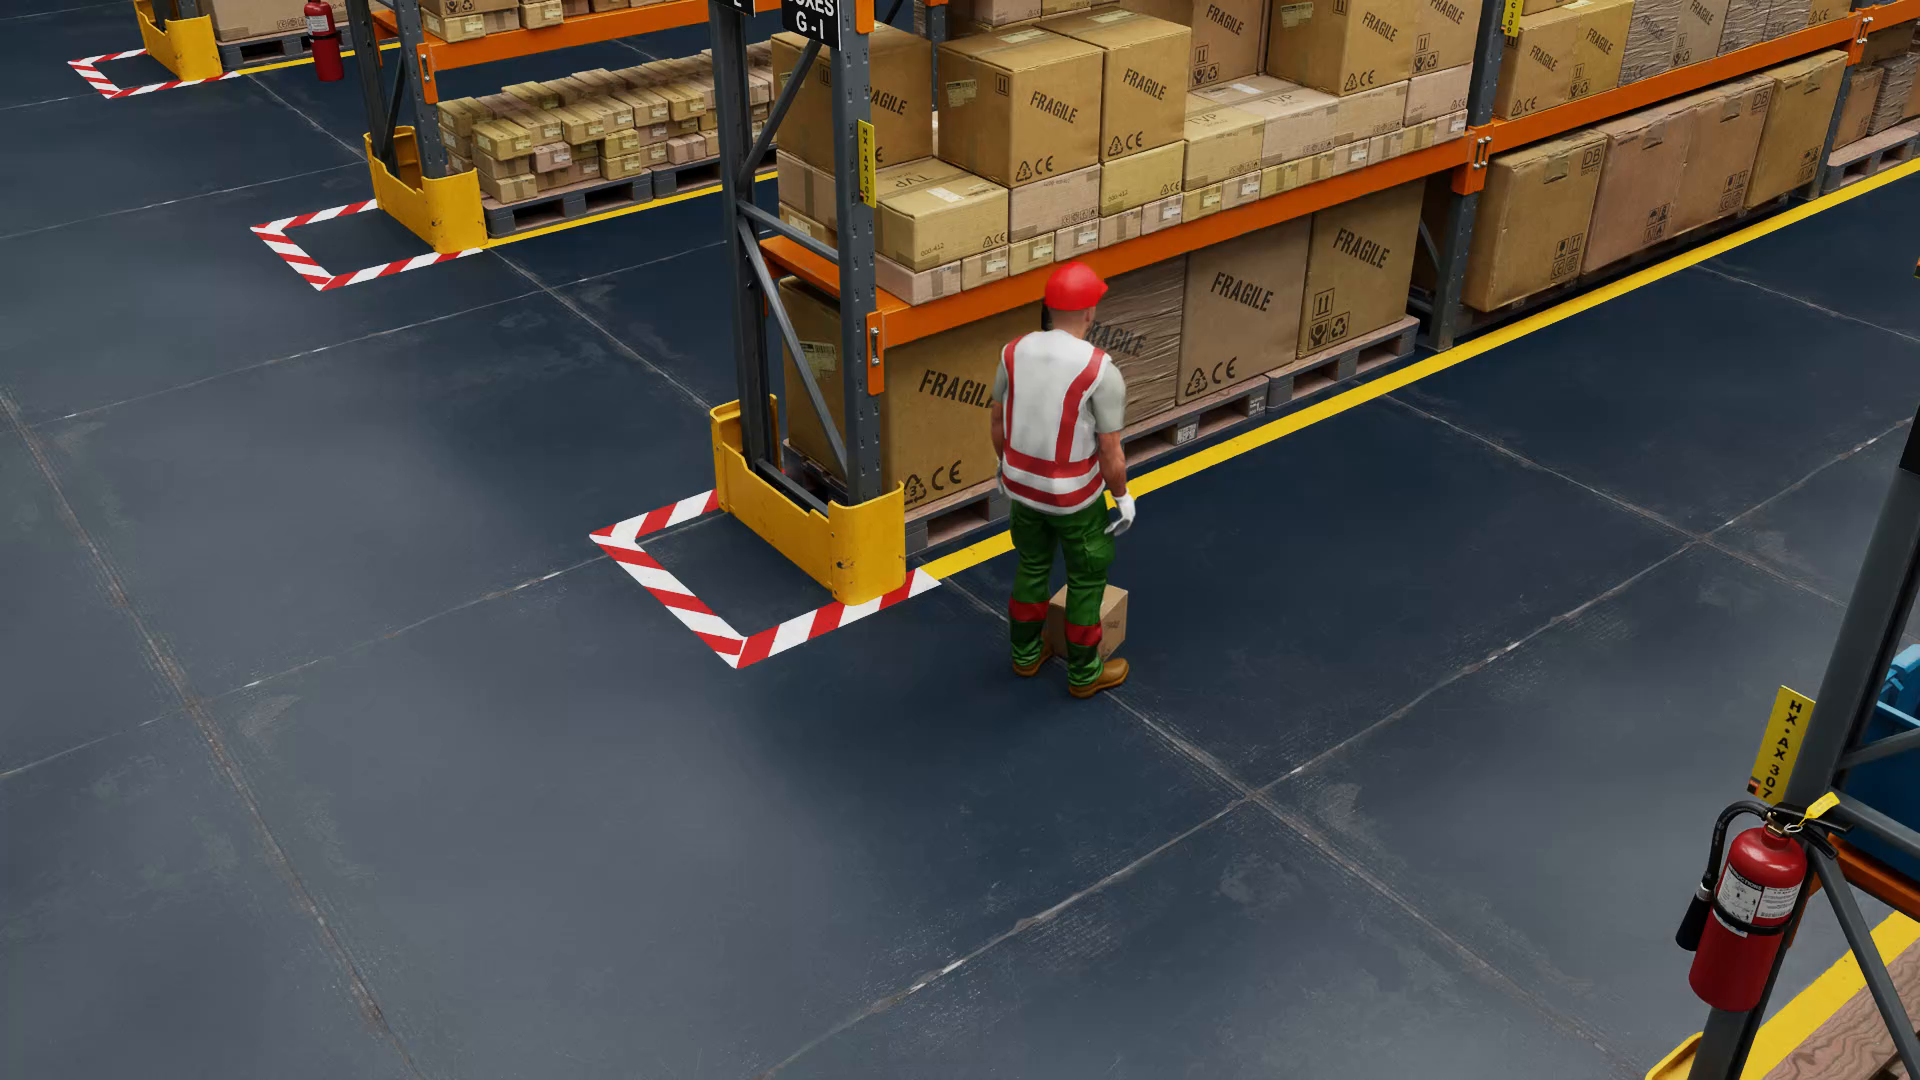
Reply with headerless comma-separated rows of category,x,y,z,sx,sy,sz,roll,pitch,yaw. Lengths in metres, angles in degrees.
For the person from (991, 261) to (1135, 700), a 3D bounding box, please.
person,0.398,-0.214,6.466,0.620,1.779,0.454,21,38,30
